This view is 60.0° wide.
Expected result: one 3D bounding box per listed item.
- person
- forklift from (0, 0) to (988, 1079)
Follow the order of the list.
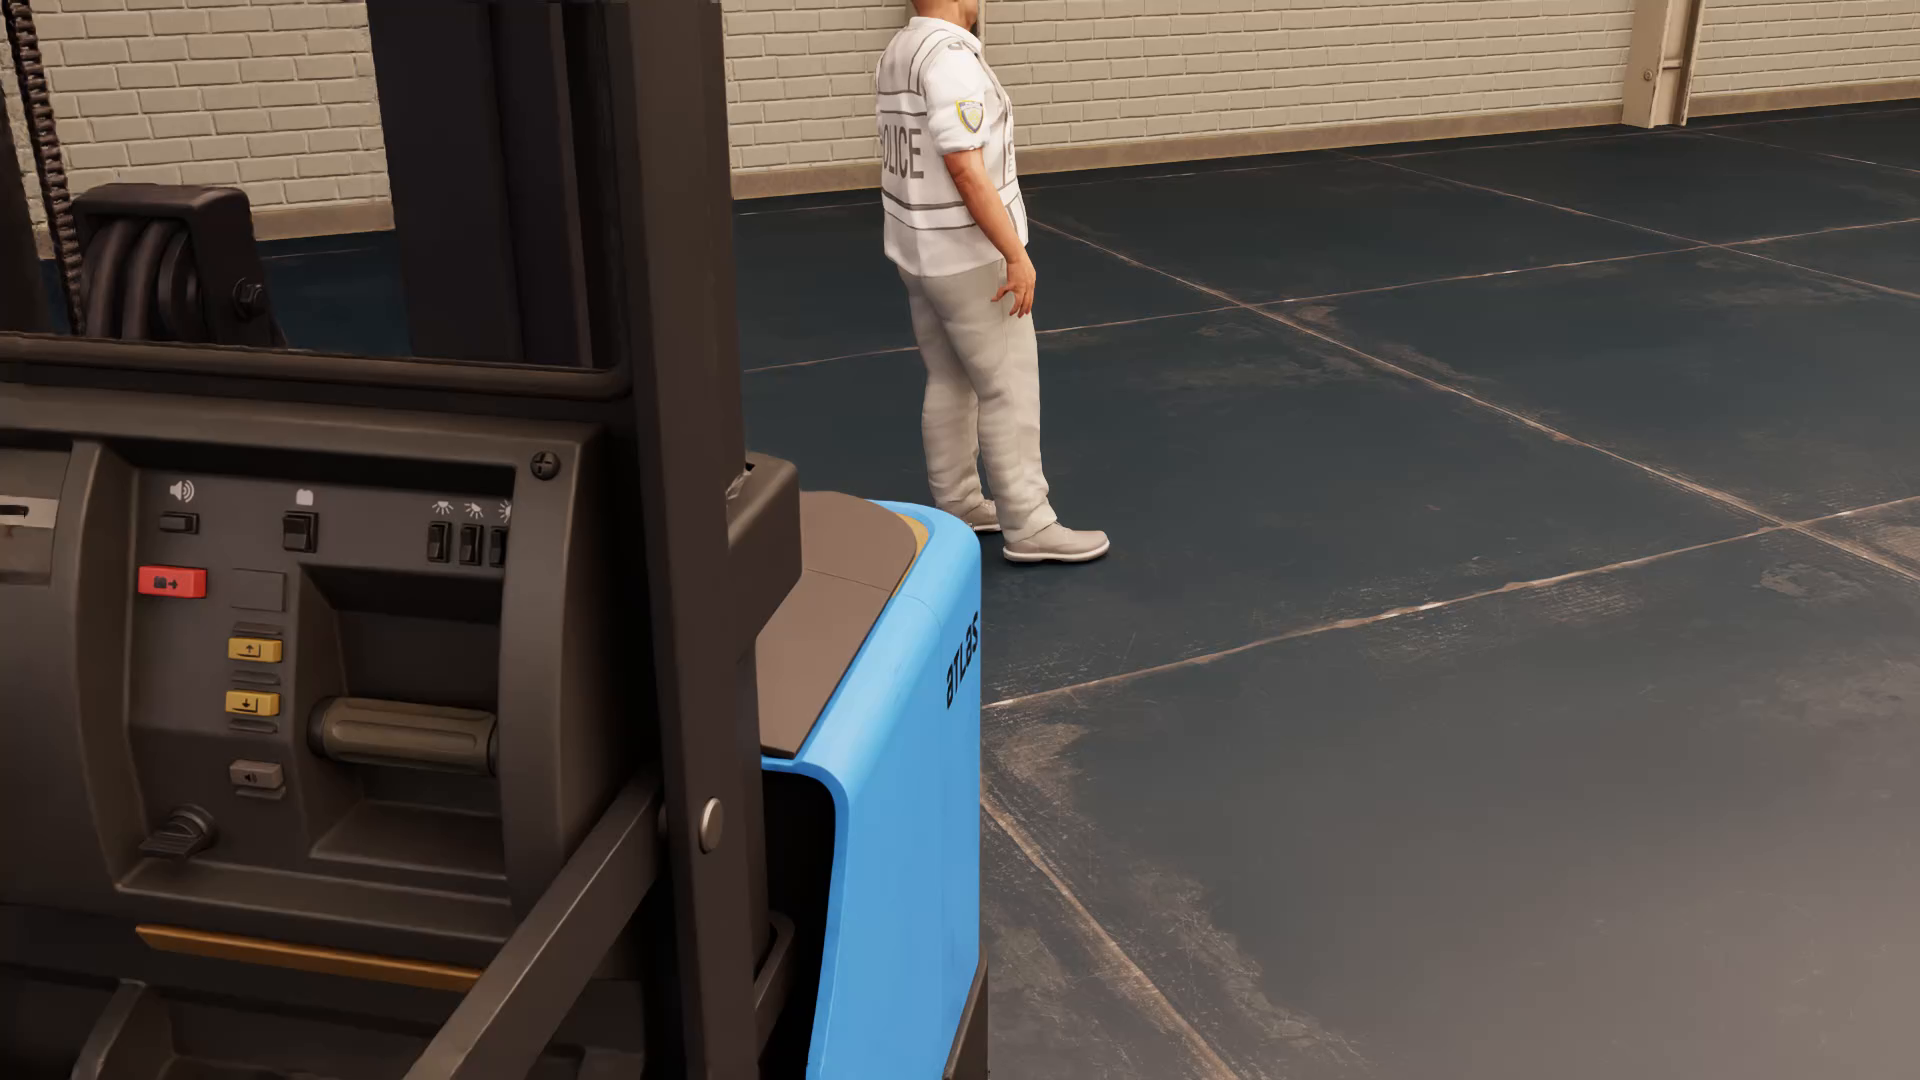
[{"bbox_3d":[0.075,-0.838,4.782,0.575,1.781,0.640,-10,25,-23],"label":"person"},{"bbox_3d":[-0.760,0.102,1.041,1.130,2.935,3.031,5,23,11],"label":"forklift"}]
